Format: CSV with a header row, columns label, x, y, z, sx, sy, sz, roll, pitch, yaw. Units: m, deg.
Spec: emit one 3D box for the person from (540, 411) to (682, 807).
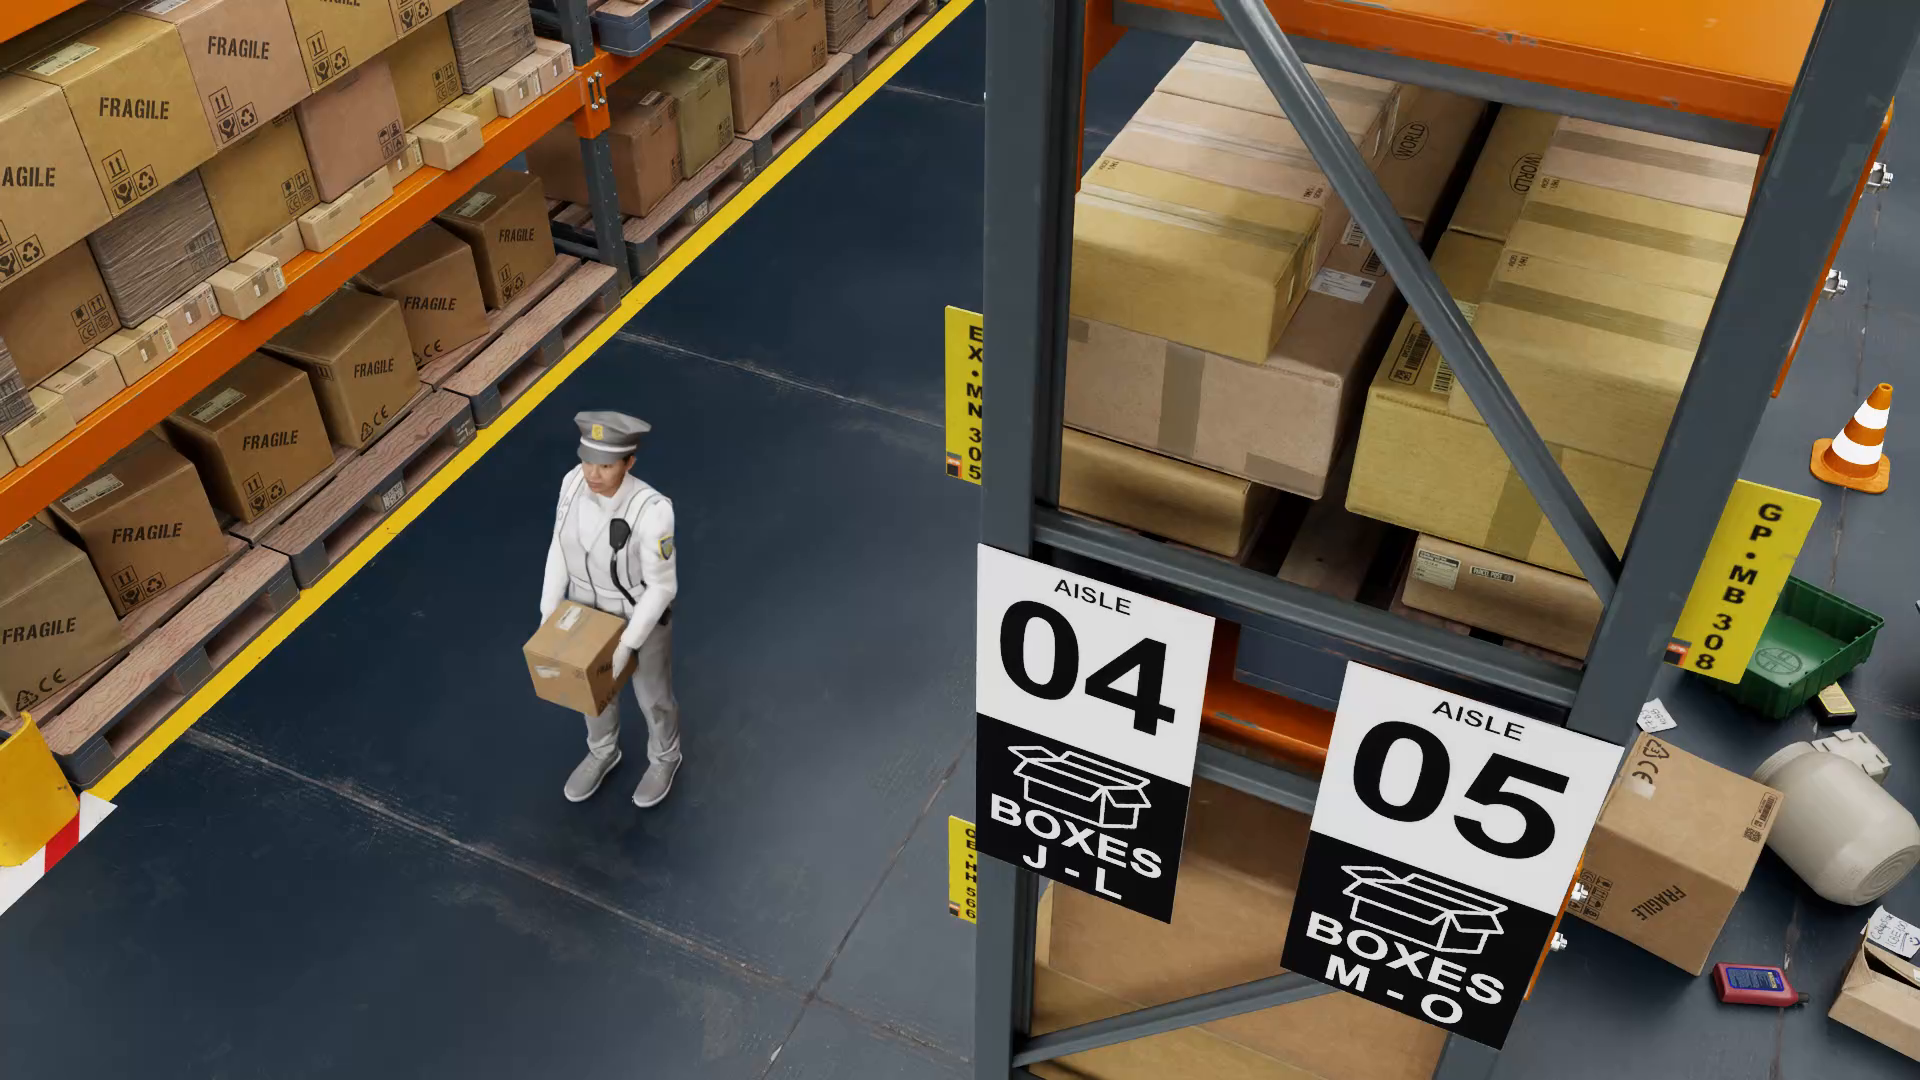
label,x,y,z,sx,sy,sz,roll,pitch,yaw
person,-1.200,0.276,5.828,0.503,1.700,0.505,18,45,19
